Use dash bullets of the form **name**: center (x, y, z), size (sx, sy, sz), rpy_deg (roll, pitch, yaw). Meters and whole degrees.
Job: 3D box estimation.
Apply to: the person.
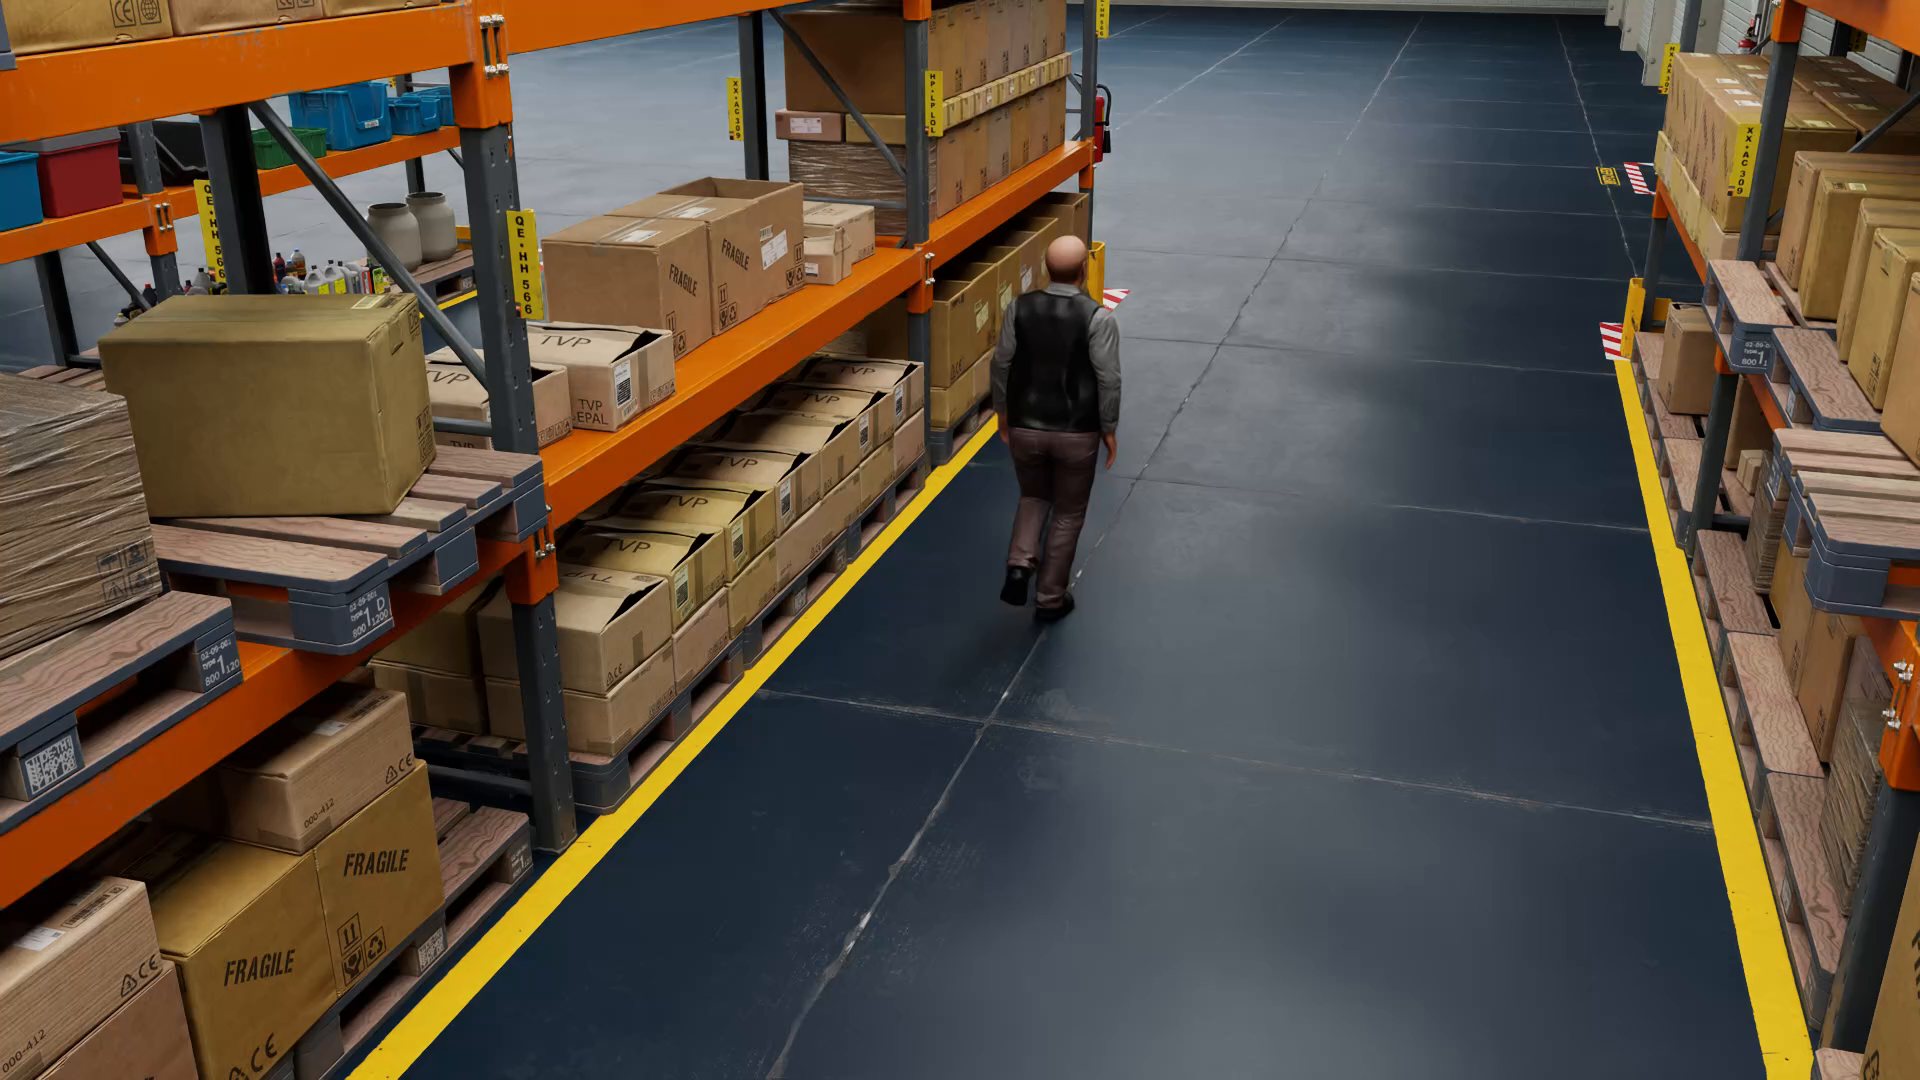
- **person**: center (0.399, -0.449, 7.238), size (0.602, 1.708, 0.527), rpy_deg (8, 23, 19)
